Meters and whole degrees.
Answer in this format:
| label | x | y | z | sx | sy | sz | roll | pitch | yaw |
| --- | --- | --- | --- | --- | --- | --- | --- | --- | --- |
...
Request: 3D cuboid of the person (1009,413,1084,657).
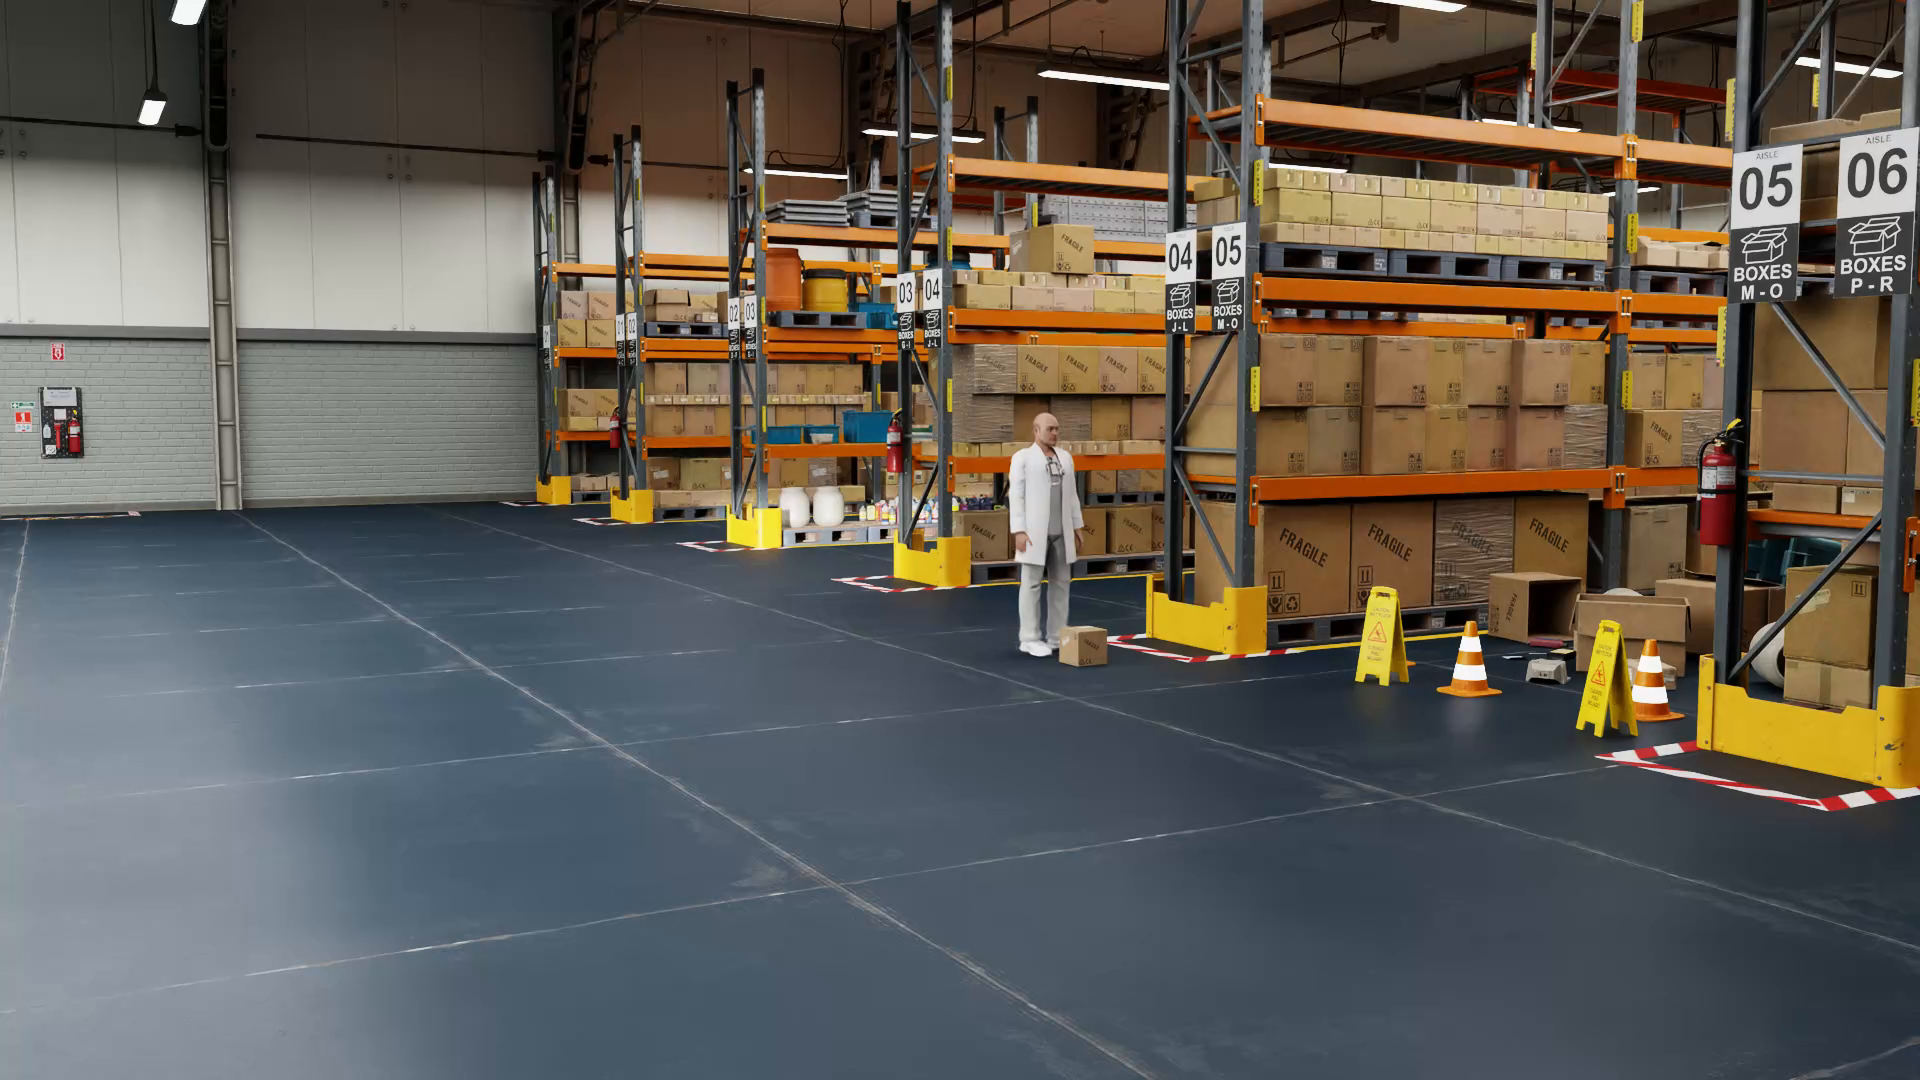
| label | x | y | z | sx | sy | sz | roll | pitch | yaw |
| --- | --- | --- | --- | --- | --- | --- | --- | --- | --- |
| person | 0.675 | -0.046 | 12.365 | 0.615 | 1.790 | 0.400 | -3 | 6 | -27 |
